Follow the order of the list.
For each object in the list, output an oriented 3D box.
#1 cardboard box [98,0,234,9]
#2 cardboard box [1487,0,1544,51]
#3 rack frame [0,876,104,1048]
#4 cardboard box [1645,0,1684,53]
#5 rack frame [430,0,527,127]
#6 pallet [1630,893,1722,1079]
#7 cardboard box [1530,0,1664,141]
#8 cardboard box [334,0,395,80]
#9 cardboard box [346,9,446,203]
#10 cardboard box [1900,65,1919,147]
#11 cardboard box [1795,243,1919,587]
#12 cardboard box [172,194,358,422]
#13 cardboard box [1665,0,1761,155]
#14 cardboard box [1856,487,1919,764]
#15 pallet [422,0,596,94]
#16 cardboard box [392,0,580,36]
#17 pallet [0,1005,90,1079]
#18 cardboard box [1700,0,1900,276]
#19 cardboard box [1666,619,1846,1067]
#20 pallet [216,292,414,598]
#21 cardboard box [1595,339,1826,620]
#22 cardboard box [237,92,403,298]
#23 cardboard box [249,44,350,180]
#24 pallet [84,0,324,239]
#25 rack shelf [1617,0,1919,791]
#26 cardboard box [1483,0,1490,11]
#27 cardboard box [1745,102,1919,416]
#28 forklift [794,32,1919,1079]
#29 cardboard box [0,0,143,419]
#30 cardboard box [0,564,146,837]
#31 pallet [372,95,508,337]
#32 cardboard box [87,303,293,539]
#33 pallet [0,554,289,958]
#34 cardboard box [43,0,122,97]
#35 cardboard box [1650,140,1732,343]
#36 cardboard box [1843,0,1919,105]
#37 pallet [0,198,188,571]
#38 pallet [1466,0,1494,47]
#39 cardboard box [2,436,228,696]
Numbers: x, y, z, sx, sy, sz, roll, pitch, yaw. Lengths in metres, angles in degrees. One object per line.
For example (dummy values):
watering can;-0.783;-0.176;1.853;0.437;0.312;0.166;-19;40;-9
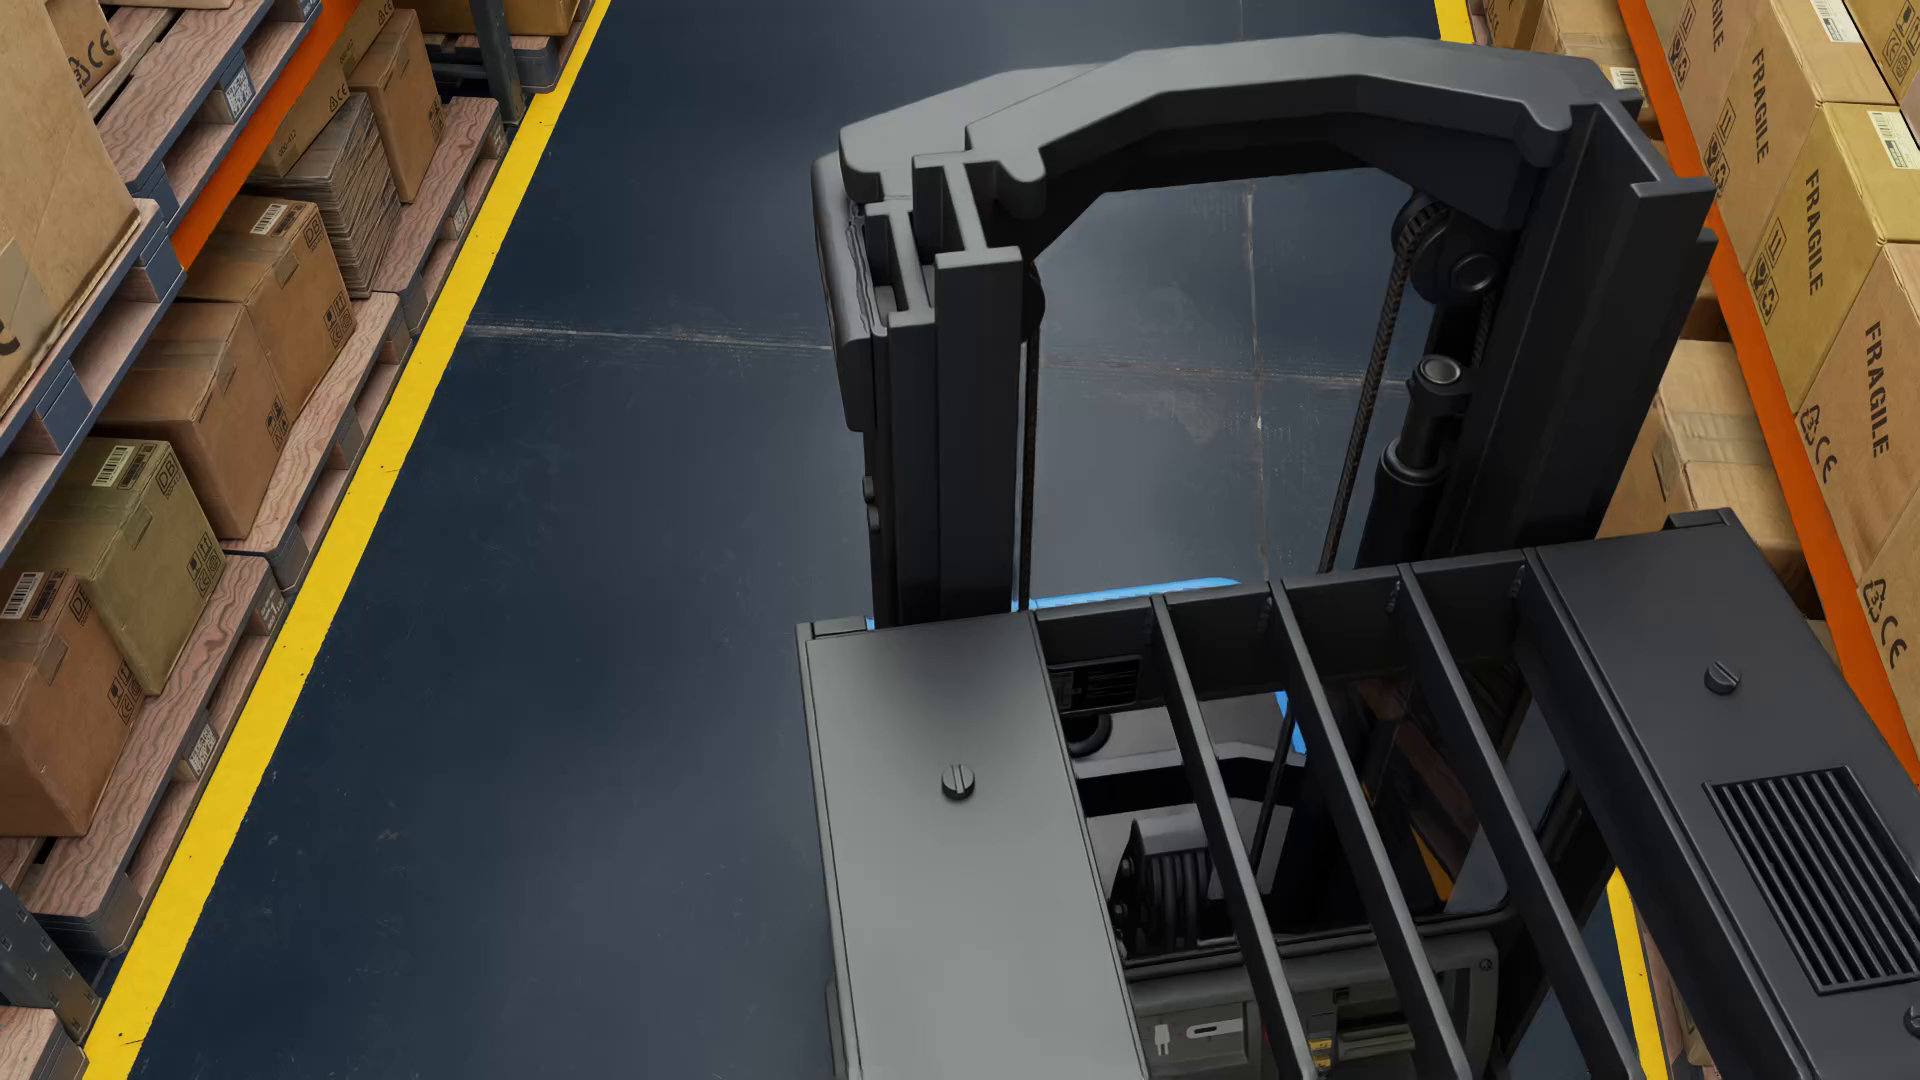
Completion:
cardboard box;-2.178;-1.631;4.516;0.396;0.266;0.258;3;48;2
cardboard box;2.435;-2.170;6.611;0.500;0.500;0.500;4;48;3
rack frame;-2.659;0.161;3.070;1.000;3.000;0.127;4;48;4
cardboard box;2.282;-1.719;4.721;0.500;0.500;0.500;3;48;3
rack frame;-2.295;-2.778;5.758;1.000;3.000;0.127;4;48;4
pallet;2.266;0.938;4.249;1.003;0.211;1.213;4;48;4
cardboard box;2.490;-1.312;5.657;1.050;0.750;0.750;3;48;3
cardboard box;-2.326;-1.842;5.790;0.500;0.250;0.500;6;48;5
cardboard box;-2.336;-1.589;6.067;0.700;0.500;0.500;2;48;1
cardboard box;2.401;-0.917;3.311;0.700;0.500;0.500;4;48;4
cardboard box;2.098;-0.238;3.367;0.500;0.500;0.500;3;48;3
cardboard box;-2.419;-0.764;5.312;0.700;0.500;0.500;7;48;7
cardboard box;2.236;-1.348;4.382;0.500;0.500;0.500;4;48;3
cardboard box;2.052;0.134;3.027;0.500;0.500;0.500;4;48;3
pallet;-2.148;-2.411;7.313;1.003;0.211;1.213;4;48;4
cardboard box;-2.211;-2.709;6.850;1.225;0.875;0.875;2;48;2
pallet;-2.685;1.598;3.645;1.003;0.211;1.213;4;48;4
cardboard box;2.188;-0.982;4.048;0.500;0.500;0.500;3;48;3
cardboard box;2.238;0.724;3.795;1.050;0.750;0.750;4;48;3
pallet;-2.481;-0.369;5.444;1.003;0.211;1.213;4;48;4
cardboard box;2.329;0.016;4.443;1.050;0.750;0.750;4;48;4
cardboard box;-2.374;-1.181;5.693;0.700;0.500;0.500;0;48;0
cardboard box;-2.364;-1.451;5.432;0.500;0.250;0.500;9;48;8
pallet;-2.434;-1.256;4.496;1.003;0.211;1.213;4;48;4
rack shelf;2.453;-0.658;4.307;1.077;0.370;4.000;4;48;4
cardboard box;2.486;-2.551;6.960;0.500;0.500;0.500;6;48;5
cardboard box;2.144;-0.609;3.706;0.500;0.500;0.500;4;48;4
forklift;0.404;0.941;2.403;1.130;2.935;3.031;-7;48;-6
cardboard box;-2.448;-0.758;3.219;1.000;1.000;1.000;4;48;4
cardboard box;-2.582;0.406;4.241;0.700;0.500;0.500;1;48;1
pallet;-2.368;-1.263;6.262;1.003;0.211;1.213;4;48;4
cardboard box;-2.469;-0.354;4.937;0.700;0.500;0.500;0;48;0
pallet;-2.590;0.530;4.622;1.003;0.211;1.213;4;48;4
cardboard box;-2.593;-1.296;4.048;0.797;0.503;0.637;8;48;8
cardboard box;2.414;-0.669;5.069;1.050;0.750;0.750;5;48;4
cardboard box;2.449;-1.288;3.650;0.700;0.500;0.500;3;48;3
pallet;-2.445;-0.326;3.645;1.003;0.211;1.213;4;48;4
pallet;2.708;-2.004;6.939;1.003;0.211;1.213;4;48;4
cardboard box;-2.520;0.057;4.561;0.700;0.500;0.500;4;48;3
